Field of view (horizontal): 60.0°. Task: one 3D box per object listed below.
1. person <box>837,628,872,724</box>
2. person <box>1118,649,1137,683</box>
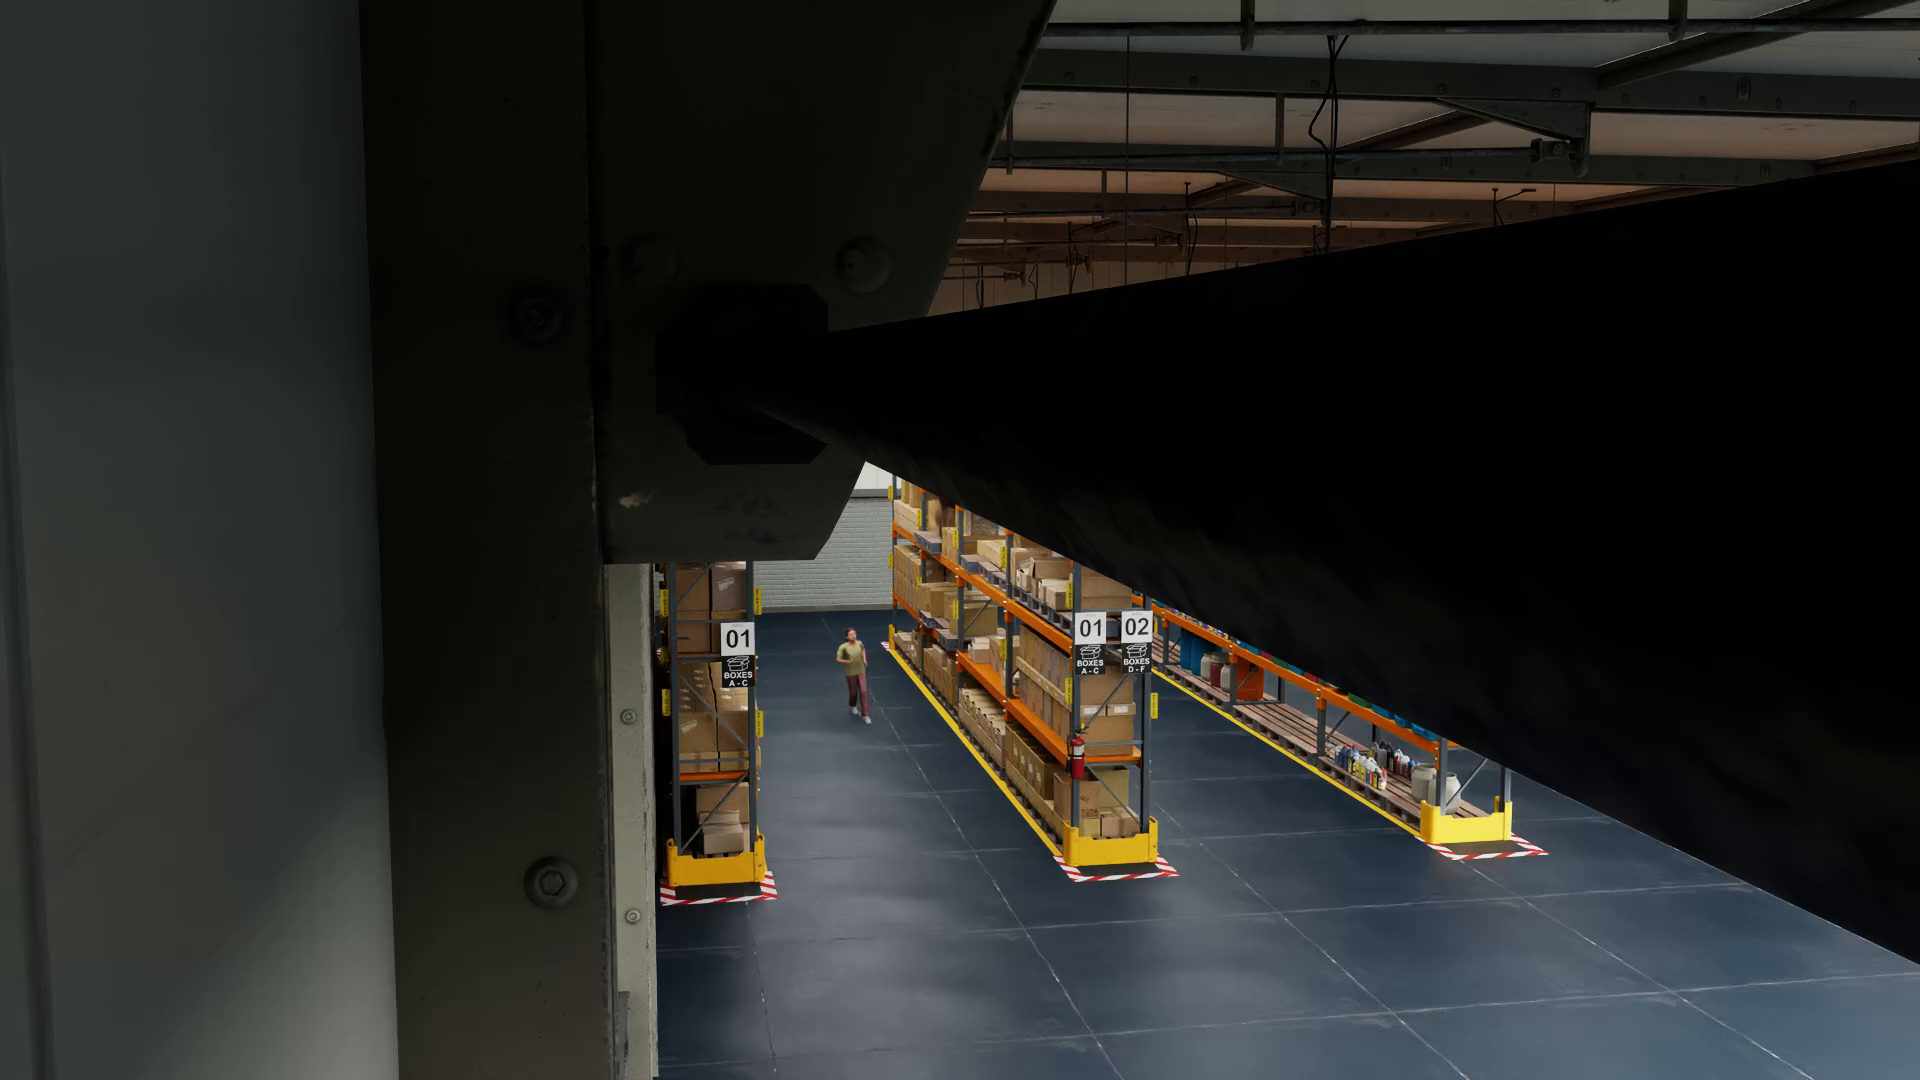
[{"bbox_3d":[-1.888,2.341,29.138,0.575,1.631,1.003,-2,7,-20],"label":"person"},{"bbox_3d":[2.611,2.505,27.729,0.662,1.653,0.787,0,6,0],"label":"person"}]
